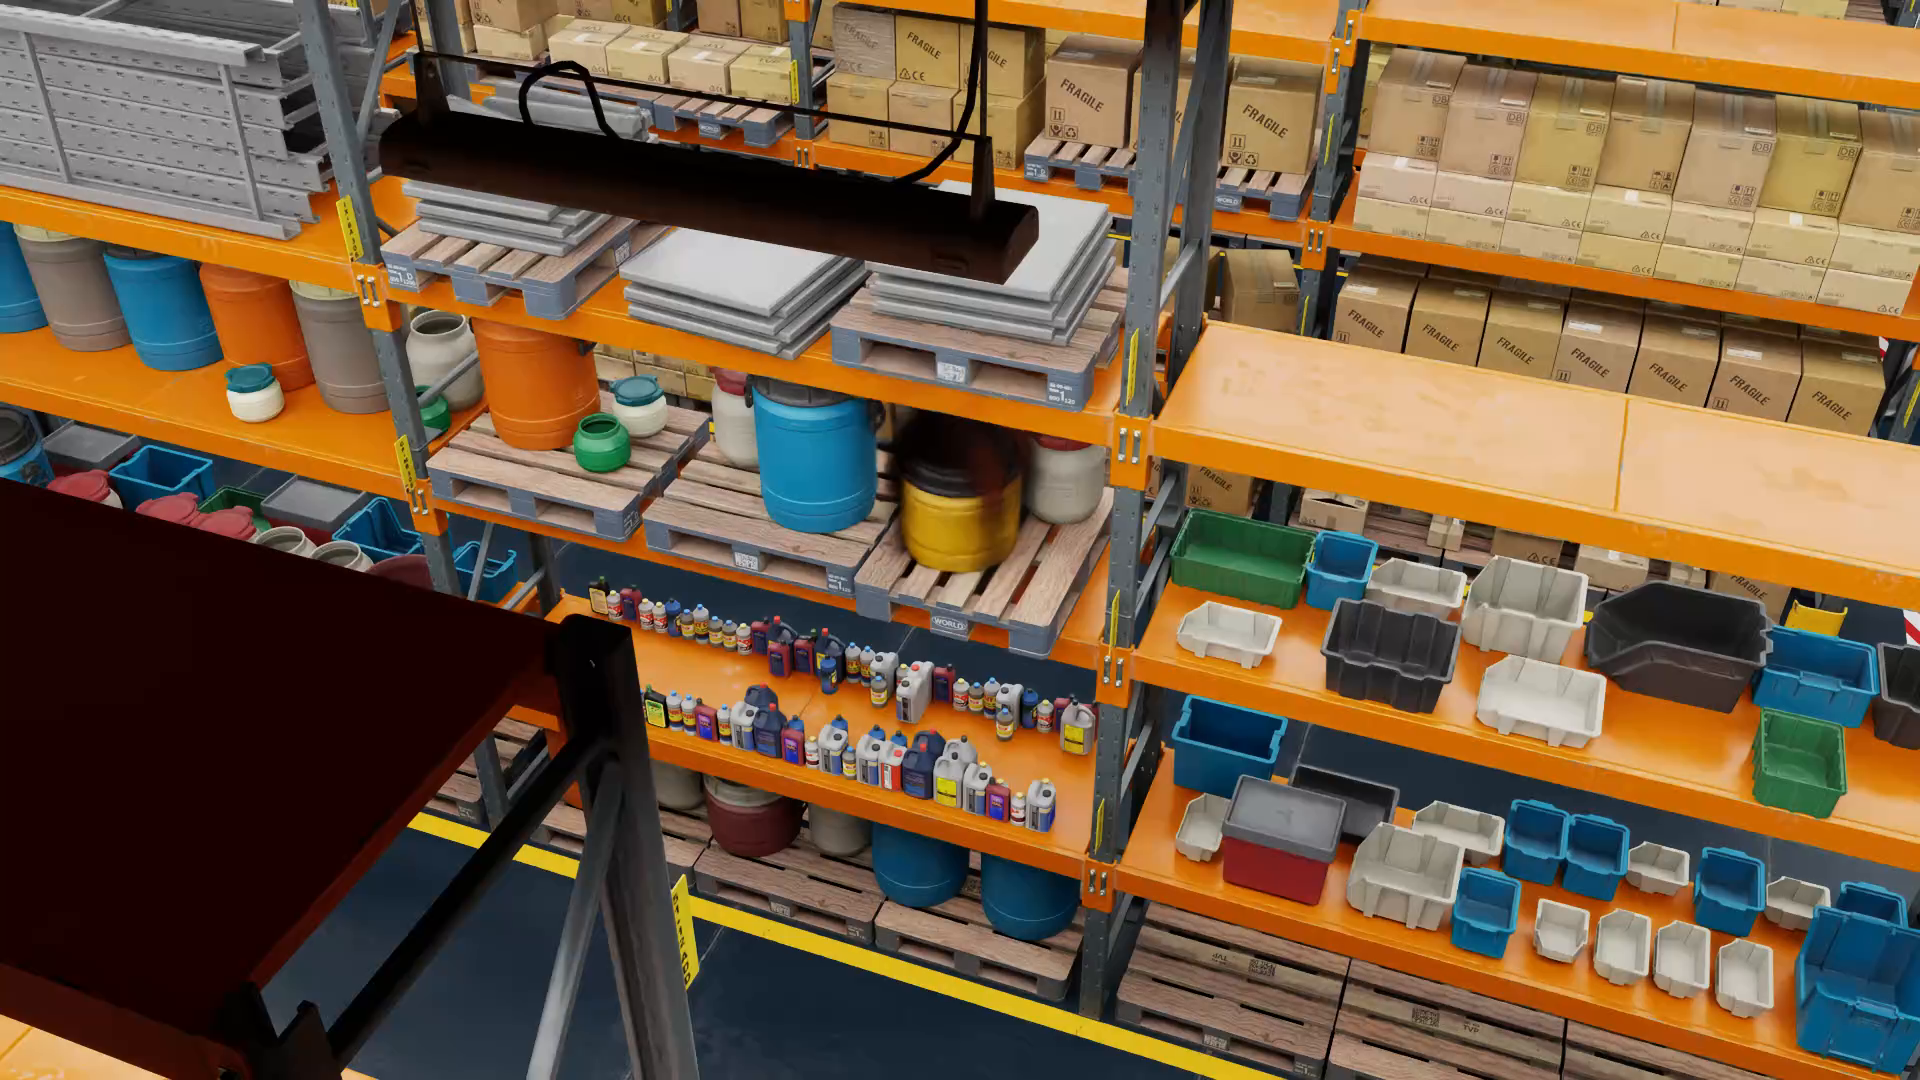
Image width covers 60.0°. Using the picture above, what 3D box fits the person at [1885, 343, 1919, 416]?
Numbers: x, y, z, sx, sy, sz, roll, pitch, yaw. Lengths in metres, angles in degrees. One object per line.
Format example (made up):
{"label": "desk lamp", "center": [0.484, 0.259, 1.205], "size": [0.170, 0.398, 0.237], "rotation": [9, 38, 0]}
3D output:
{"label": "person", "center": [8.469, -1.673, 14.323], "size": [0.853, 1.683, 0.594], "rotation": [6, 37, 9]}
